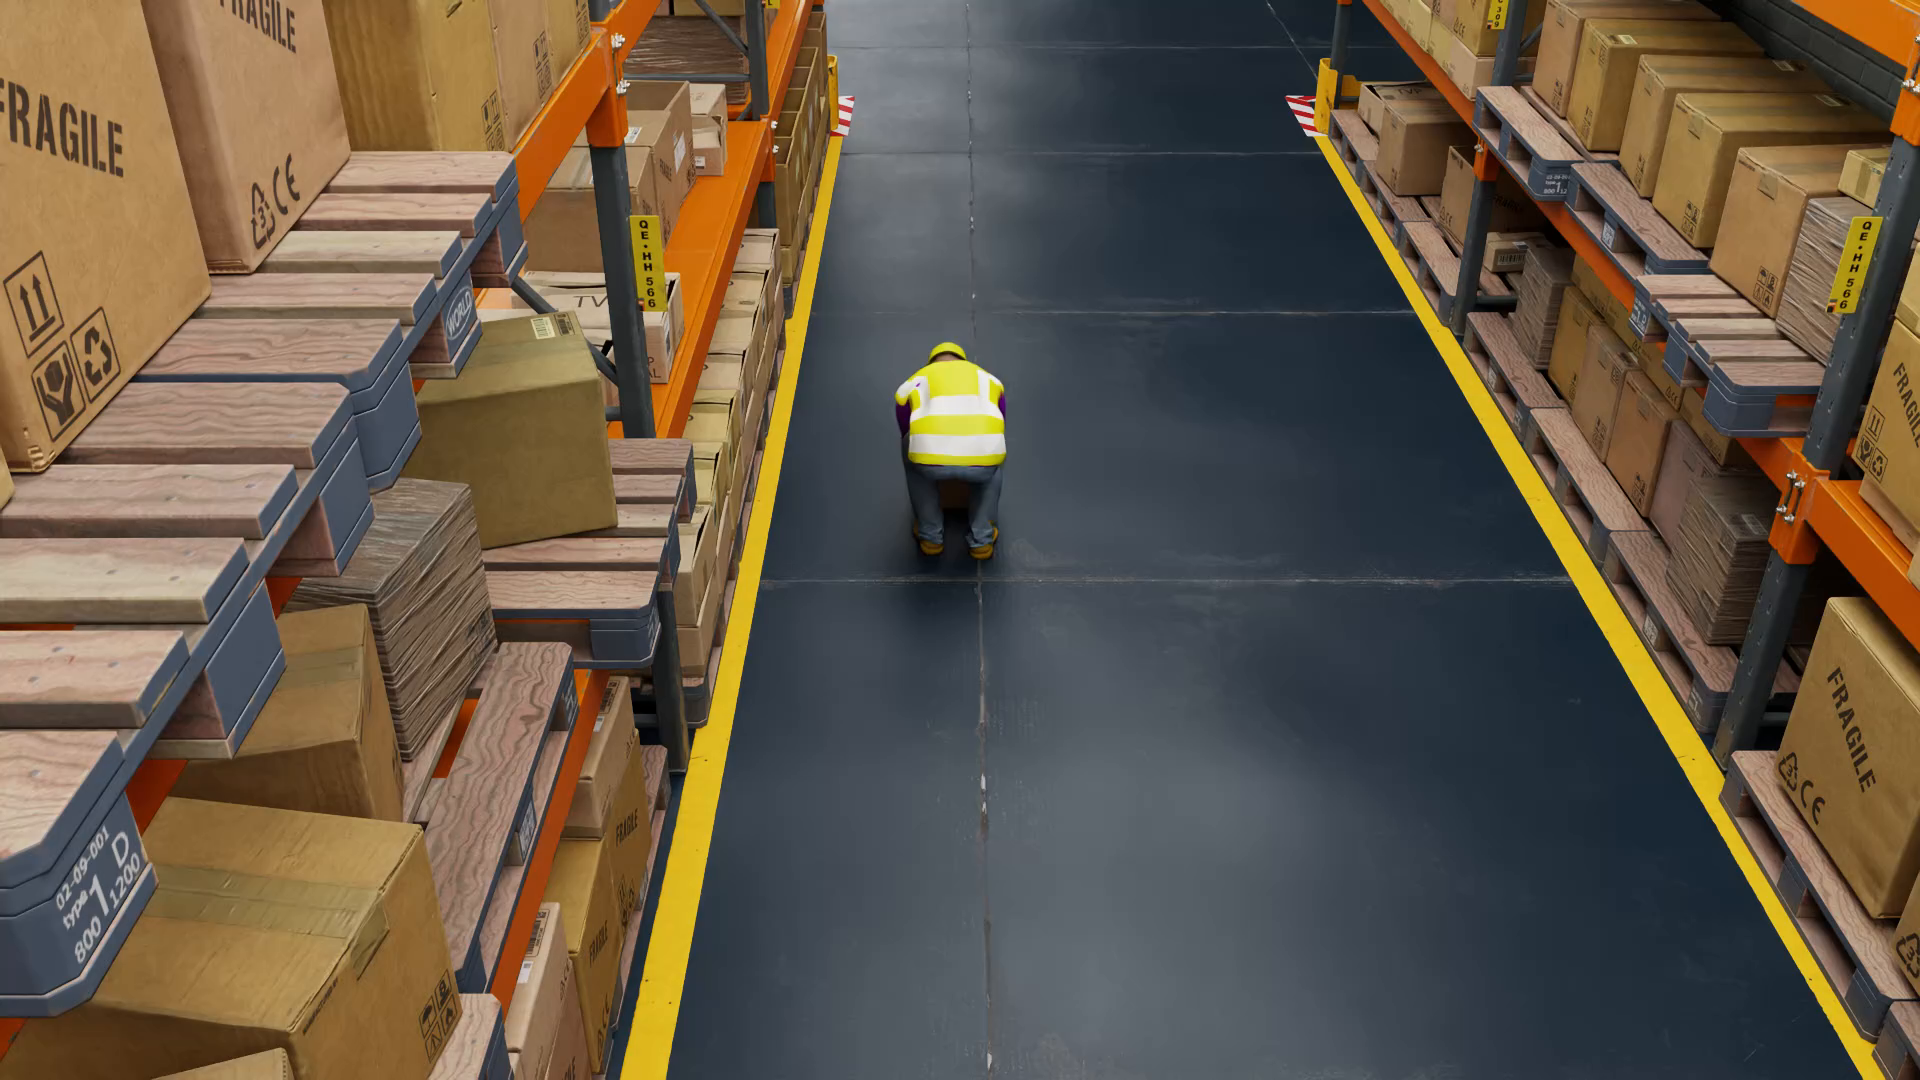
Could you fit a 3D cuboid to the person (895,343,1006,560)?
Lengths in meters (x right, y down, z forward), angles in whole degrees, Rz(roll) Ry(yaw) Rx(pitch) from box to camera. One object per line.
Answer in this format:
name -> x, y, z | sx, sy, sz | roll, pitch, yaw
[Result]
person -> -0.040, -0.407, 7.702 | 0.515, 0.845, 0.980 | -1, 31, -2
